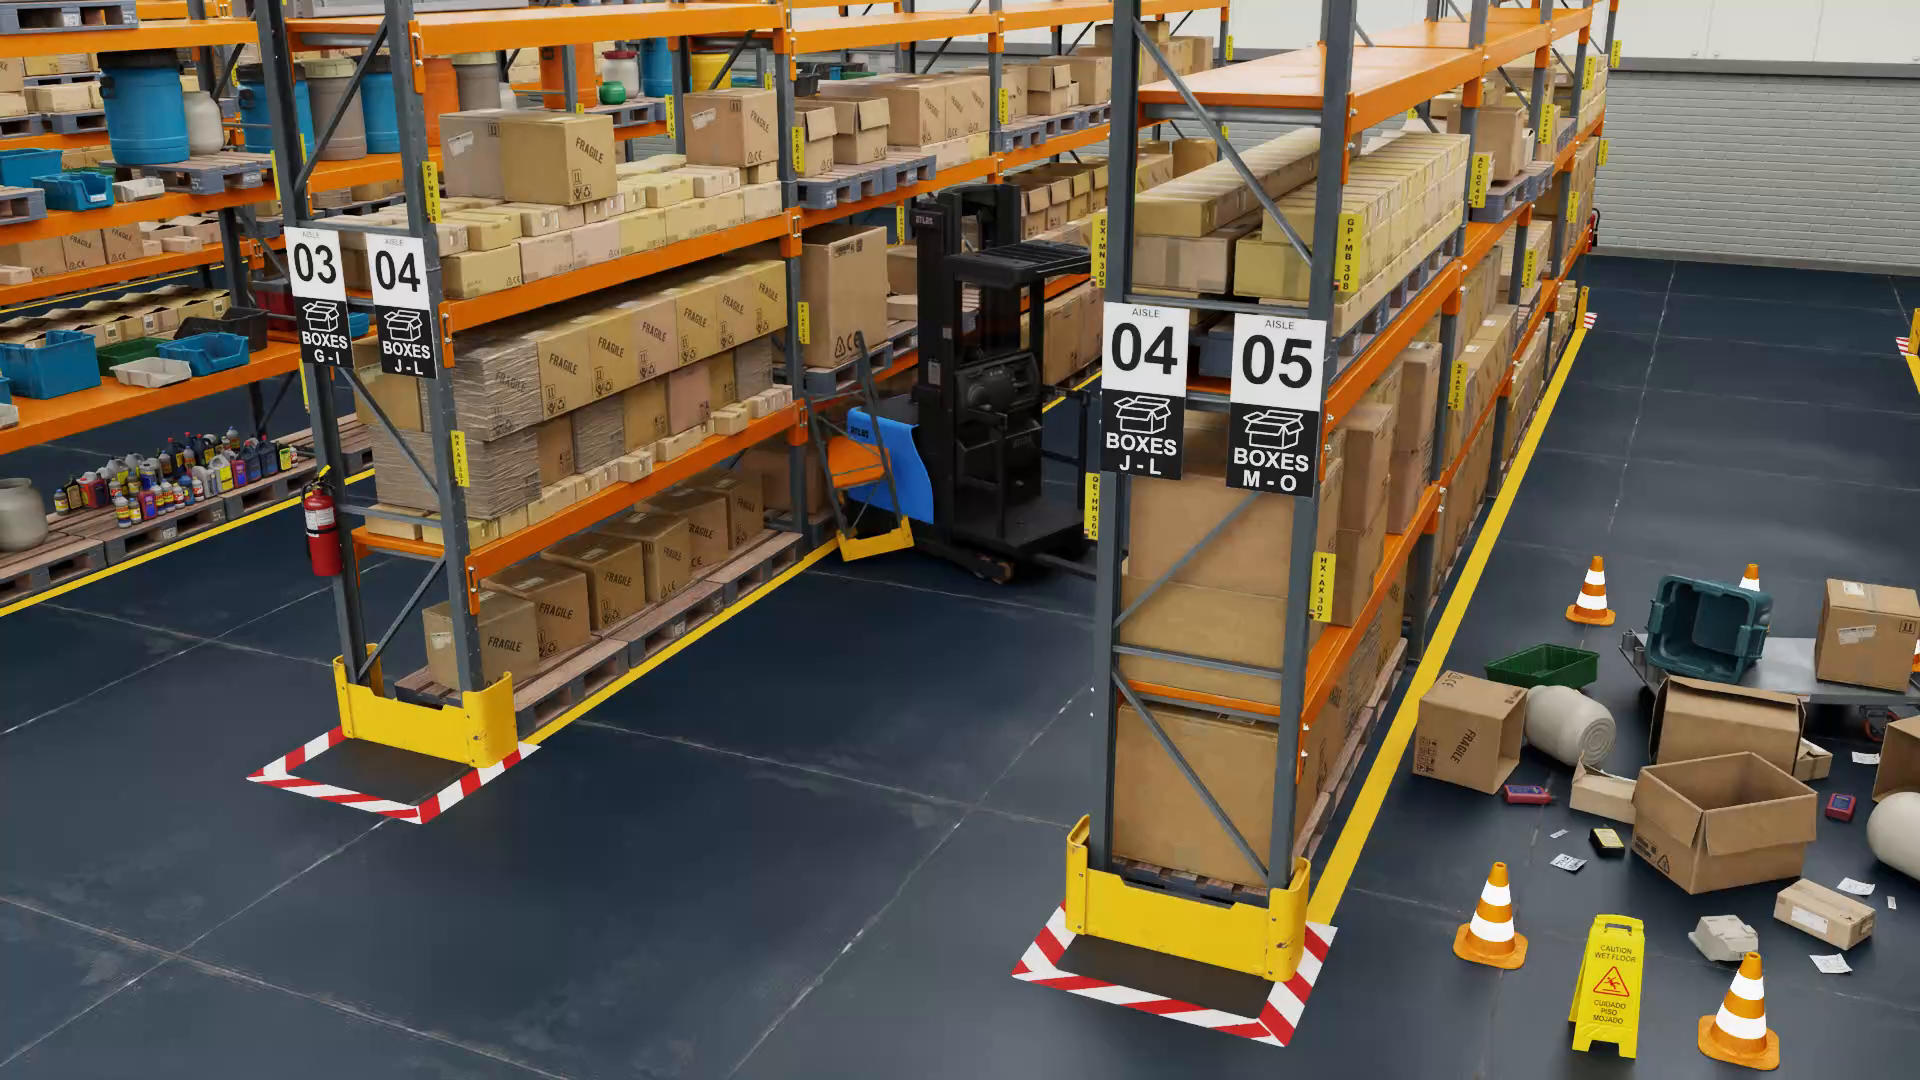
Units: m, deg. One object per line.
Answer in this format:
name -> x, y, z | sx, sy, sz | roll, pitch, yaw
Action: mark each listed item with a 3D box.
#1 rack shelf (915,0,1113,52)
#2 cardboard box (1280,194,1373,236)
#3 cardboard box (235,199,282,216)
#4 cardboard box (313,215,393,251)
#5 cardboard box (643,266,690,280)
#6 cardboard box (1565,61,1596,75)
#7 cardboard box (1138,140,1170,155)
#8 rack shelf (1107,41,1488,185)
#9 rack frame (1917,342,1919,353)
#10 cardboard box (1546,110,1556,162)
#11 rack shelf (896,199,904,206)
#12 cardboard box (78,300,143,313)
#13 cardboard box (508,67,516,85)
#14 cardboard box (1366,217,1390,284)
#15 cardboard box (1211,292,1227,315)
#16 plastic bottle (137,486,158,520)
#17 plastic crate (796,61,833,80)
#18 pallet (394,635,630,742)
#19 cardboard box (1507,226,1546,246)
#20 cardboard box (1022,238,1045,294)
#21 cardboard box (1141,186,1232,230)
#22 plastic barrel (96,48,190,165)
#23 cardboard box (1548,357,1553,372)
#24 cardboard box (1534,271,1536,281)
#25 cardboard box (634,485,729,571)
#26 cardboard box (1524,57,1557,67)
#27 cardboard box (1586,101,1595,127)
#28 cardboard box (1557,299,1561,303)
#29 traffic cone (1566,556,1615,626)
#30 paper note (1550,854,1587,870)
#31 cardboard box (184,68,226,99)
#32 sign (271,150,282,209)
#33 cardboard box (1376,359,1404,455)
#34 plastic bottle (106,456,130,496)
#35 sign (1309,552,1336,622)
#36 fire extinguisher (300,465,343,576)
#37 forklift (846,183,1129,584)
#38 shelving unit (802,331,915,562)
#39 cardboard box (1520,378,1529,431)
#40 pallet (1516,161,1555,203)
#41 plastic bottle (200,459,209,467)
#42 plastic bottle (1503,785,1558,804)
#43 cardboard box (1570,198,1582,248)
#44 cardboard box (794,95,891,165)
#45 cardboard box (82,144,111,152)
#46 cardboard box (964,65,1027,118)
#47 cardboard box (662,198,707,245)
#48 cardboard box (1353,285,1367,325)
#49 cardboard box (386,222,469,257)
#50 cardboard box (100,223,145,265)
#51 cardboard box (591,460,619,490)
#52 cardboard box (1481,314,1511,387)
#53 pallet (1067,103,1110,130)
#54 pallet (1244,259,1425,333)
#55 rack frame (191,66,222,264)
rack shelf -> 0.738, -5.488, 17.642 | 1.077, 0.370, 4.000 | 9, 21, 23
cardboard box -> 1.657, -1.471, 7.562 | 0.380, 0.149, 0.250 | 9, 21, 23
cardboard box -> -8.962, -4.391, 21.064 | 0.700, 0.500, 0.500 | 2, 20, 4
cardboard box -> -3.528, -1.790, 9.679 | 0.380, 0.149, 0.250 | 9, 21, 23
cardboard box -> -2.339, -1.758, 12.349 | 0.500, 0.500, 0.500 | 9, 21, 23
cardboard box -> 7.160, -5.469, 19.275 | 0.380, 0.149, 0.250 | 8, 21, 21
cardboard box -> 2.547, -5.184, 22.729 | 0.500, 0.500, 0.500 | 8, 21, 21
rack shelf -> 1.946, -2.331, 8.765 | 1.077, 0.370, 4.000 | 9, 21, 23
rack frame -> 12.236, -3.664, 19.794 | 1.000, 3.000, 0.127 | 9, 21, 23
cardboard box -> 5.078, -3.619, 15.042 | 0.500, 0.500, 0.500 | 9, 21, 23
rack shelf -> -2.143, -4.753, 23.930 | 1.077, 0.370, 4.000 | 9, 21, 23
cardboard box -> -10.018, -2.668, 19.633 | 0.500, 0.311, 0.500 | 8, 21, 21
cardboard box -> -6.846, -6.771, 24.278 | 0.500, 0.250, 0.500 | 9, 21, 23
cardboard box -> 1.765, -1.416, 8.002 | 0.500, 0.250, 0.500 | 8, 21, 22
cardboard box -> 1.058, -1.186, 7.949 | 0.380, 0.149, 0.250 | 9, 21, 23
plastic bottle -> -6.739, -0.318, 13.782 | 0.061, 0.283, 0.133 | 9, 21, 24
plastic crate -> -2.200, -6.658, 23.829 | 0.504, 0.338, 0.767 | 9, 21, 23
pallet -> -2.961, 0.915, 11.081 | 1.003, 0.211, 1.213 | 9, 21, 23
cardboard box -> 5.838, -3.139, 17.178 | 0.380, 0.149, 0.250 | 8, 21, 21
cardboard box -> 0.575, -2.894, 17.481 | 0.500, 0.500, 0.500 | 8, 21, 21
cardboard box -> 1.059, -1.562, 7.817 | 0.380, 0.149, 0.250 | 9, 21, 23
plastic barrel -> -6.743, -3.592, 13.742 | 0.600, 0.901, 0.708 | 9, 21, 23
cardboard box -> 6.483, -2.011, 18.775 | 0.380, 0.149, 0.250 | 8, 21, 20
cardboard box -> 5.528, -2.621, 16.611 | 0.380, 0.149, 0.250 | 10, 22, 25
cardboard box -> -2.147, -0.082, 12.827 | 0.500, 0.500, 0.500 | 17, 26, 40
cardboard box -> 6.930, -5.694, 19.910 | 0.380, 0.149, 0.250 | 9, 22, 24
cardboard box -> 6.899, -4.848, 18.871 | 0.500, 0.250, 0.500 | 10, 22, 25
cardboard box -> 7.115, -2.859, 20.272 | 0.380, 0.149, 0.250 | 8, 21, 21
traffic cone -> 4.691, 0.349, 12.297 | 0.336, 0.463, 0.334 | 9, 21, 23
paper note -> 3.301, 1.745, 9.018 | 0.144, 0.017, 0.142 | 18, 26, 41
cardboard box -> -8.969, -5.537, 20.435 | 0.910, 0.500, 0.500 | 9, 21, 23
sign -> -3.855, -2.045, 9.445 | 0.100, 0.325, 0.005 | 9, 21, 23
cardboard box -> 2.117, -0.785, 9.863 | 0.875, 0.550, 0.550 | 9, 21, 23
plastic bottle -> -7.274, -0.560, 14.362 | 0.144, 0.351, 0.185 | 10, 22, 25
sign -> 1.631, 0.212, 7.486 | 0.100, 0.325, 0.005 | 9, 21, 23
fire extinguisher -> -3.824, -0.124, 9.957 | 0.296, 0.674, 0.183 | 9, 21, 23
forklift -> 0.458, -1.237, 13.073 | 3.031, 2.935, 1.130 | 17, 26, 40
shelving unit -> -0.850, -0.779, 13.501 | 0.587, 1.500, 1.083 | -13, 27, 1
cardboard box -> 5.334, -1.379, 16.475 | 0.500, 0.500, 0.500 | 8, 21, 21
pallet -> 4.187, -2.987, 13.695 | 1.213, 0.211, 1.003 | 10, 22, 25
plastic bottle -> -6.553, -0.575, 14.505 | 0.061, 0.283, 0.133 | 9, 21, 23
plastic bottle -> 3.326, 1.487, 9.698 | 0.283, 0.061, 0.133 | 1, 20, 4
cardboard box -> 6.909, -3.695, 19.288 | 0.500, 0.500, 0.500 | 8, 21, 22
cardboard box -> -1.051, -3.433, 13.888 | 0.797, 0.503, 0.637 | 10, 22, 25
cardboard box -> -12.593, -5.745, 23.904 | 0.500, 0.250, 0.500 | 8, 21, 22
cardboard box -> 0.376, -4.708, 17.479 | 0.500, 0.500, 0.500 | 10, 22, 26
cardboard box -> -2.095, -2.208, 11.447 | 0.500, 0.250, 0.500 | 8, 21, 22
cardboard box -> 1.663, -1.100, 7.706 | 0.380, 0.149, 0.250 | 9, 21, 23
cardboard box -> -3.033, -1.715, 9.467 | 0.380, 0.149, 0.250 | 8, 21, 22
cardboard box -> -9.789, -3.470, 19.101 | 0.500, 0.500, 0.500 | 7, 21, 20
cardboard box -> -2.517, -0.451, 11.136 | 0.380, 0.149, 0.250 | 9, 21, 23
cardboard box -> 4.258, -1.587, 13.805 | 0.500, 0.500, 0.500 | 9, 21, 23
pallet -> 1.227, -4.837, 18.901 | 0.805, 0.209, 1.217 | 8, 21, 21
pallet -> 1.919, -1.395, 9.070 | 1.003, 0.211, 1.213 | 9, 21, 23
rack frame -> -12.000, -5.840, 25.912 | 1.000, 3.000, 0.127 | 9, 21, 23
